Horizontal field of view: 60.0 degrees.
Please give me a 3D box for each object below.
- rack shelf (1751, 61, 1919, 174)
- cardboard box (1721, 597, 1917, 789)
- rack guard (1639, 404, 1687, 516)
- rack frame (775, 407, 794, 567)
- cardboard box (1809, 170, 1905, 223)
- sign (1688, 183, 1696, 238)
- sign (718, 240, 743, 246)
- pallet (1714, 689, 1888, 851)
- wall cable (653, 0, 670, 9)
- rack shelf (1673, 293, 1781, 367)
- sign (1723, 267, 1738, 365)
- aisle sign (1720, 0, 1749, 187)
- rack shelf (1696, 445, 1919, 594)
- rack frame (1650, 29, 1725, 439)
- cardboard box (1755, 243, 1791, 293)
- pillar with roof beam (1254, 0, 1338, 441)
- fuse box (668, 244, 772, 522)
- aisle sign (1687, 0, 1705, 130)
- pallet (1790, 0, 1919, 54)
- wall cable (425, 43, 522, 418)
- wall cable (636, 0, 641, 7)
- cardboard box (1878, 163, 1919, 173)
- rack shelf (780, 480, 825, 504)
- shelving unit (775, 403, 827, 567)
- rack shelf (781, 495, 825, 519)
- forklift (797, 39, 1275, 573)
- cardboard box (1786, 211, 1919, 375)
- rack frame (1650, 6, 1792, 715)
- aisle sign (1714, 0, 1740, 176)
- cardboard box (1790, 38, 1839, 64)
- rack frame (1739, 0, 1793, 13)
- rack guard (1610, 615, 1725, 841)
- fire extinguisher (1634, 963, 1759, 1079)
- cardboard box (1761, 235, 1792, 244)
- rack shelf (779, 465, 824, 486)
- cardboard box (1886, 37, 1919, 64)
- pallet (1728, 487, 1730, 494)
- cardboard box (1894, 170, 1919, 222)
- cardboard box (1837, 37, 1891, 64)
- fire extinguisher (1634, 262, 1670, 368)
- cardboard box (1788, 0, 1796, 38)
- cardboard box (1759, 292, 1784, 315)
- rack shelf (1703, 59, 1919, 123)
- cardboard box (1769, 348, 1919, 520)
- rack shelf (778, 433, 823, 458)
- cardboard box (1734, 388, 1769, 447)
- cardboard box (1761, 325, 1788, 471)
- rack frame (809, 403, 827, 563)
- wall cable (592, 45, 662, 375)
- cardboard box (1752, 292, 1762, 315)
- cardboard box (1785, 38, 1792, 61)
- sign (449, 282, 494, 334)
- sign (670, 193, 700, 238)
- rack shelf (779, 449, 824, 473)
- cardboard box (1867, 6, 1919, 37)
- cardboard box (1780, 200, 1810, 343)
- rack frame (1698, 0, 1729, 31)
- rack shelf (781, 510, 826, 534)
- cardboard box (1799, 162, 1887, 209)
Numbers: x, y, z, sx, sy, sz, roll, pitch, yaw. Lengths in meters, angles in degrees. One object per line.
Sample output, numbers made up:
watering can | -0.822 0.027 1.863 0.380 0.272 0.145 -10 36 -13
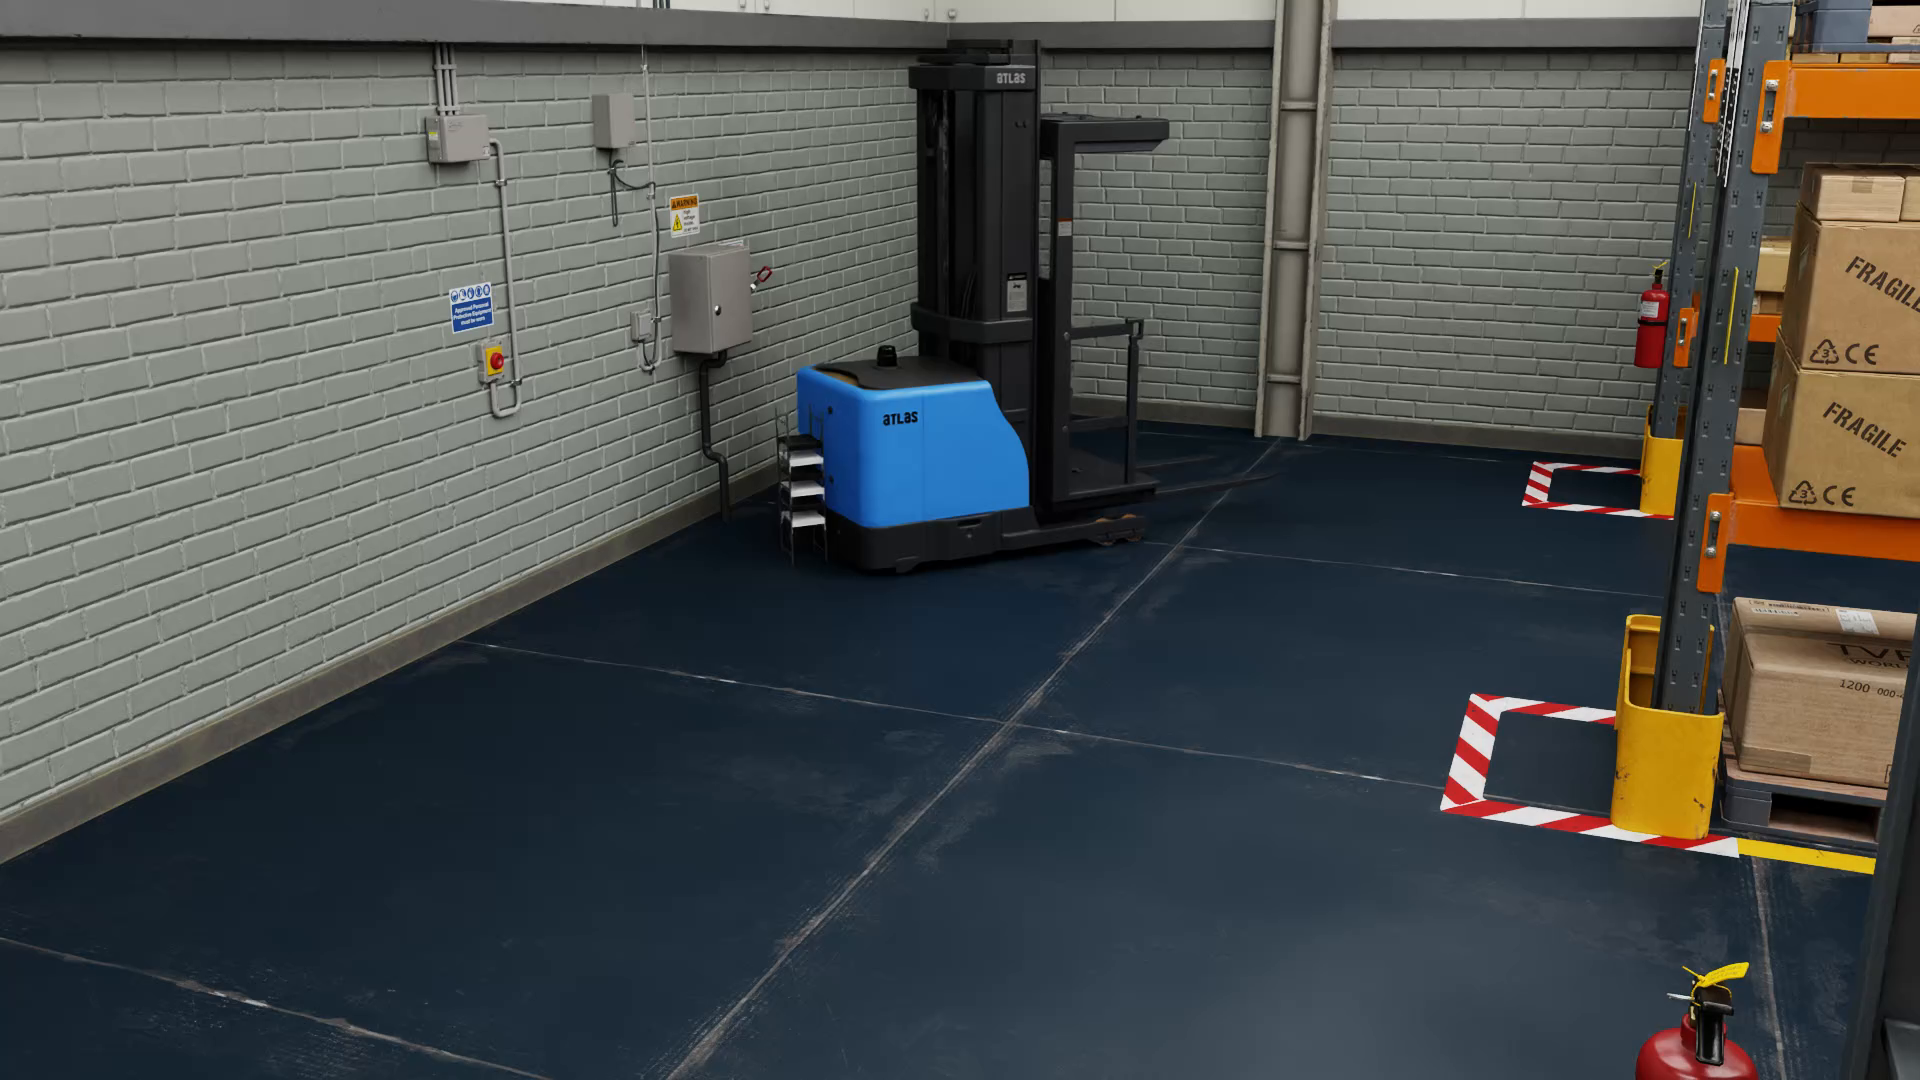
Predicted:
rack shelf | 4.749 -1.359 5.384 4.000 0.370 1.077 6 17 21
cardboard box | 3.539 0.602 6.562 0.875 0.438 0.875 6 17 19
rack guard | 4.777 -0.548 11.164 0.348 0.500 1.175 6 17 21
rack frame | -1.015 -0.308 9.617 0.006 0.900 0.240 -7 18 -21
cardboard box | 3.117 -1.200 5.790 0.250 0.149 0.380 7 17 22
sign | 4.507 -2.031 10.236 0.005 0.325 0.100 6 17 21
sign | -1.470 -1.672 10.725 0.001 0.494 0.329 6 17 21
pallet | 3.661 0.933 6.583 1.213 0.211 1.003 6 17 21
wall cable | -1.171 -4.789 10.464 0.133 3.039 2.988 6 17 21
rack shelf | 6.567 -1.206 10.237 4.000 0.370 1.077 6 17 21
sign | 2.679 -0.779 5.781 0.005 0.325 0.100 6 17 21
aisle sign | 2.715 -1.649 5.810 0.004 0.787 0.394 6 17 21
rack shelf | 4.749 0.082 5.802 4.000 0.370 1.077 6 17 21
rack frame | 4.706 -1.756 10.842 0.127 3.000 1.000 6 17 21
cardboard box | 5.030 -1.710 10.421 0.500 0.250 0.500 6 17 21
pillar with roof beam | 0.949 -4.030 7.915 0.400 9.000 9.100 6 17 21
fuse box | -1.459 -0.950 10.377 0.414 1.711 0.539 6 17 21
aisle sign | 4.535 -2.935 10.241 0.004 0.787 0.394 6 17 21
pallet | 3.583 -1.793 5.748 1.213 0.211 1.003 6 17 21
wall cable | -2.365 -1.542 8.226 0.123 1.953 0.585 6 17 21
wall cable | -2.228 -4.053 7.993 0.029 3.000 2.355 6 17 21
cardboard box | 3.541 -1.303 6.147 0.250 0.149 0.380 7 17 22
rack shelf | -0.921 -0.287 9.664 0.200 0.077 0.258 -7 18 -21
shelving unit | -0.921 -0.319 9.654 0.210 0.900 0.258 -7 18 -21
rack shelf | -0.920 -0.201 9.689 0.200 0.077 0.258 -7 18 -21
forklift | 0.559 -1.492 10.055 3.031 2.935 1.130 -9 18 -27
cardboard box | 3.231 -0.873 5.829 0.500 0.500 0.500 6 17 19
rack frame | 2.889 -0.468 6.406 0.127 3.000 1.000 6 17 21
aisle sign | 2.935 -1.804 6.346 0.004 0.787 0.394 6 17 21
cardboard box | 5.171 -2.963 10.070 0.250 0.149 0.380 7 17 22
rack frame | 2.889 -3.349 5.570 0.127 3.000 1.000 6 17 21
rack guard | 2.866 0.730 6.763 0.348 0.500 1.175 6 17 21
fire extinguisher | 1.101 0.897 2.512 0.183 0.674 0.296 6 17 21
cardboard box | 5.232 -1.849 10.896 0.500 0.250 0.500 7 18 22
rack shelf | -0.922 -0.374 9.638 0.200 0.077 0.258 -7 18 -21
cardboard box | 5.598 -2.880 9.784 0.250 0.149 0.380 7 17 22
pallet | 5.519 -0.328 10.924 1.213 0.211 1.003 6 17 21
cardboard box | 3.387 -1.191 5.761 0.250 0.149 0.380 7 17 22
cardboard box | 5.403 -2.932 9.964 0.250 0.149 0.380 6 17 21
fire extinguisher | 4.400 -1.435 10.544 0.183 0.674 0.296 6 17 21
cardboard box | 5.019 -3.151 10.003 0.500 0.250 0.500 6 17 20
cardboard box | 5.165 -1.516 10.468 0.250 0.149 0.380 7 18 22
rack shelf | 6.567 -2.646 9.819 4.000 0.370 1.077 6 17 21
cardboard box | 3.230 -0.393 5.967 0.500 0.500 0.500 6 17 20
rack shelf | -0.923 -0.546 9.587 0.200 0.077 0.258 -7 18 -21
cardboard box | 5.241 -0.672 10.831 0.637 0.503 0.797 6 17 18
cardboard box | 3.434 -0.536 6.459 0.500 0.500 0.500 6 17 21
rack frame | -0.827 -0.331 9.691 0.006 0.900 0.240 -7 18 -21
wall cable | -1.856 -1.896 9.502 0.122 1.984 0.588 6 17 21
cardboard box | 4.911 -1.530 10.516 0.250 0.149 0.380 6 17 20
cardboard box | 4.918 -2.983 10.139 0.250 0.149 0.380 7 17 22
sign | -2.440 -1.162 8.313 0.001 0.218 0.327 6 17 21
sign | -1.672 -1.972 10.106 0.001 0.242 0.339 6 17 21
rack shelf | -0.923 -0.460 9.612 0.200 0.077 0.258 -7 18 -21
cardboard box | 5.499 -3.104 9.842 0.500 0.250 0.500 7 17 22
cardboard box | 3.424 -1.009 6.296 0.500 0.500 0.500 7 18 22
rack frame | 4.706 -4.637 10.005 0.127 3.000 1.000 6 17 21
rack shelf | -0.920 -0.115 9.715 0.200 0.077 0.258 -7 18 -21
cardboard box | 3.296 -1.323 6.215 0.250 0.149 0.380 7 17 21
